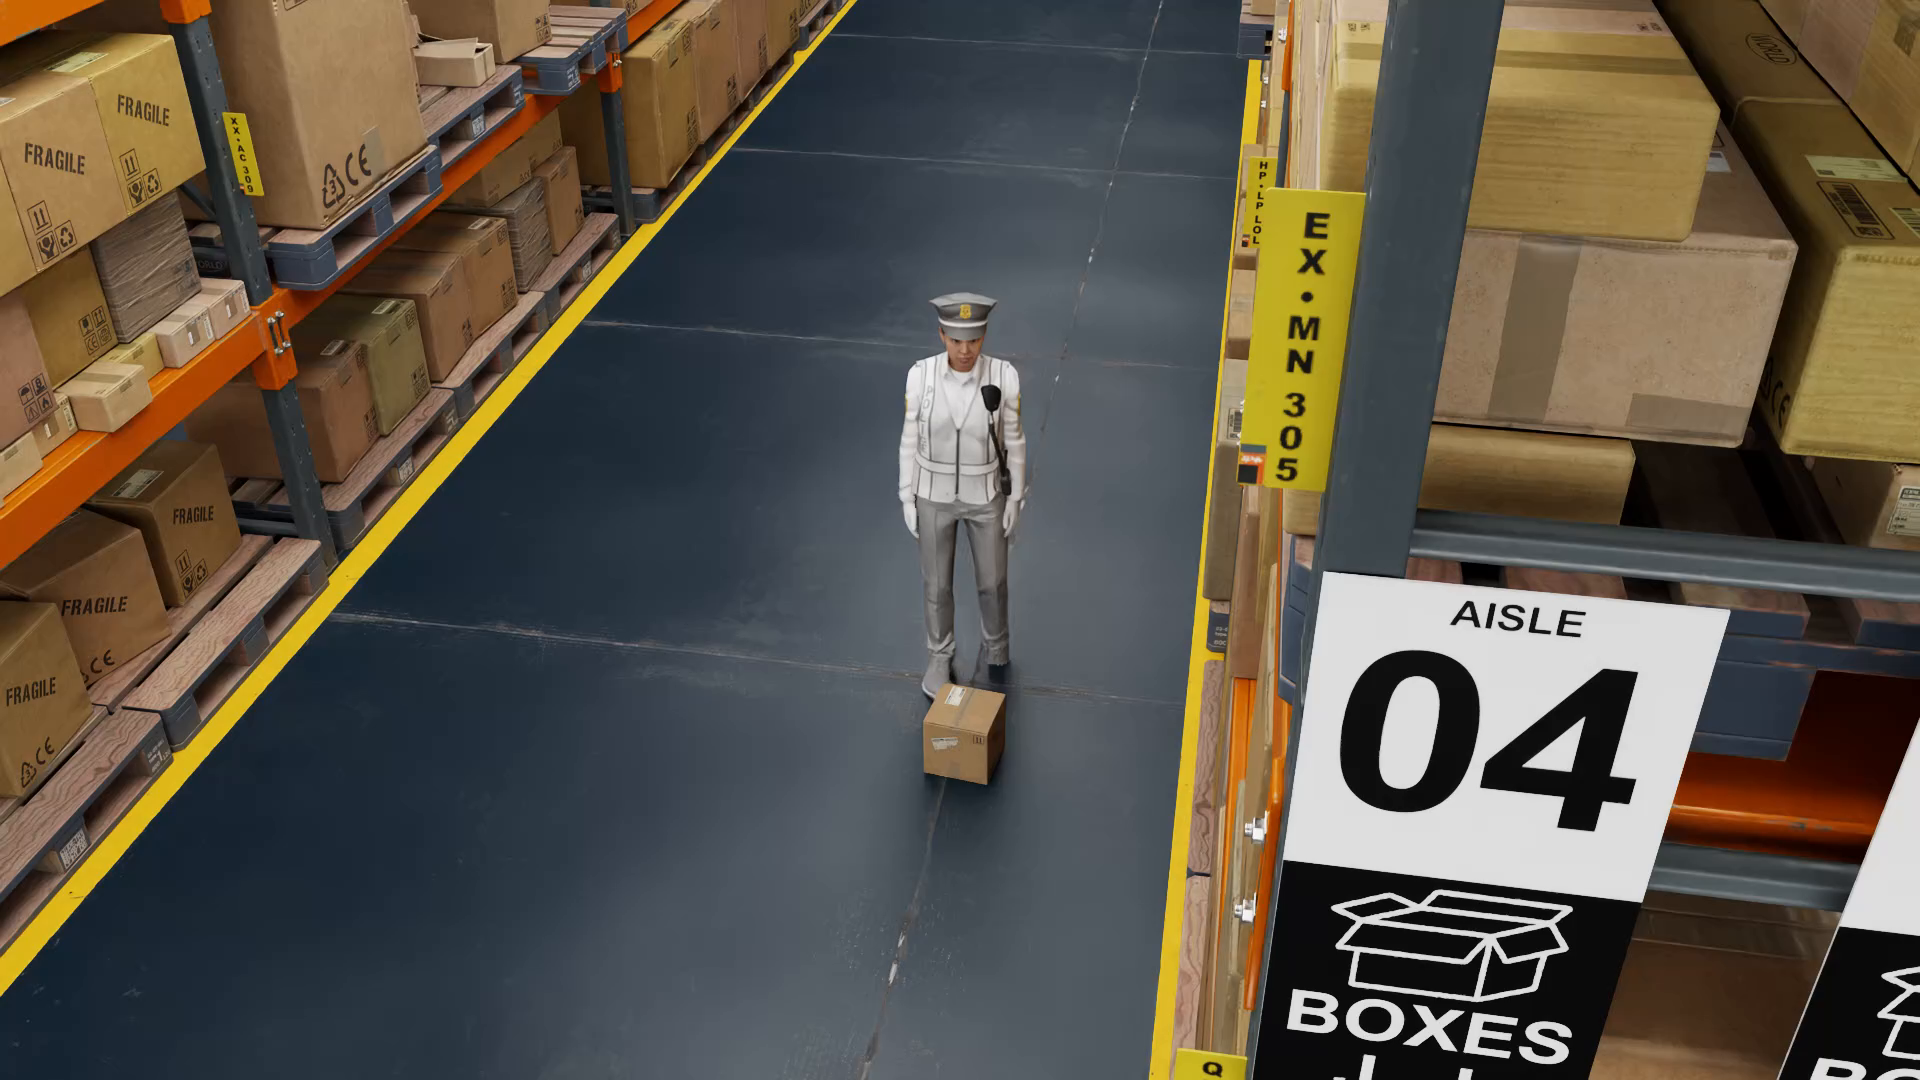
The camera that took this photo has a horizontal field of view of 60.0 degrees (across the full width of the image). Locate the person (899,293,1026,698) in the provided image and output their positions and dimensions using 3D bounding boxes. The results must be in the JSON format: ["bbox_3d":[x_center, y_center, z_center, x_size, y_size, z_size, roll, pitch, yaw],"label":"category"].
[{"bbox_3d":[0.007,-0.128,6.397,0.482,1.767,0.397,2,33,3],"label":"person"}]
